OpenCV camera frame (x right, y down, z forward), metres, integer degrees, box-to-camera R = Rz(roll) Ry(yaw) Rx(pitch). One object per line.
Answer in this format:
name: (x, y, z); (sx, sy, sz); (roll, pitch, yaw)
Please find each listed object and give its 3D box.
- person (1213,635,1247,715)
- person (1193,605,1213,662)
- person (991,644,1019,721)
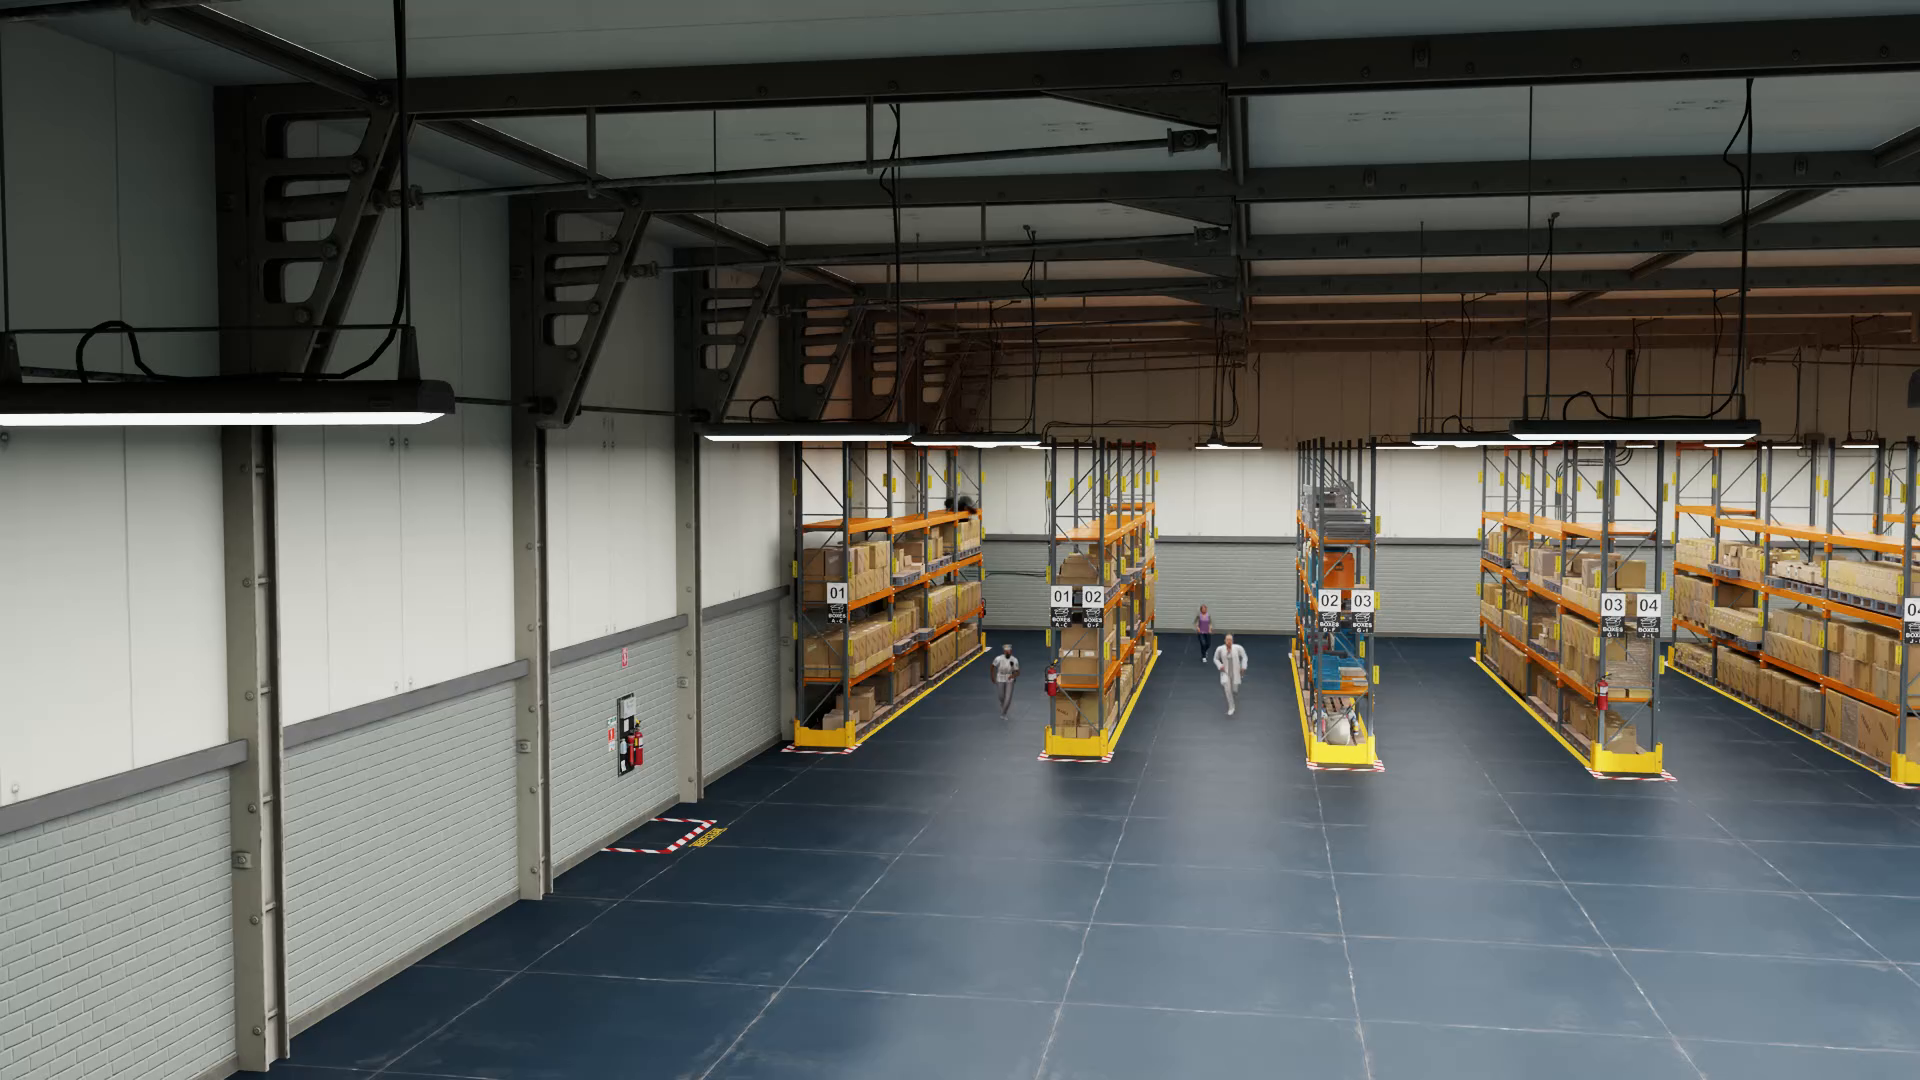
person: (5.939, 2.944, 36.597); (0.741, 1.742, 0.757); (0, 3, 6)
person: (6.640, 2.544, 45.471); (0.553, 1.567, 0.542); (0, 3, -2)
person: (0.962, 3.037, 35.540); (0.615, 1.649, 0.643); (0, 3, 1)
